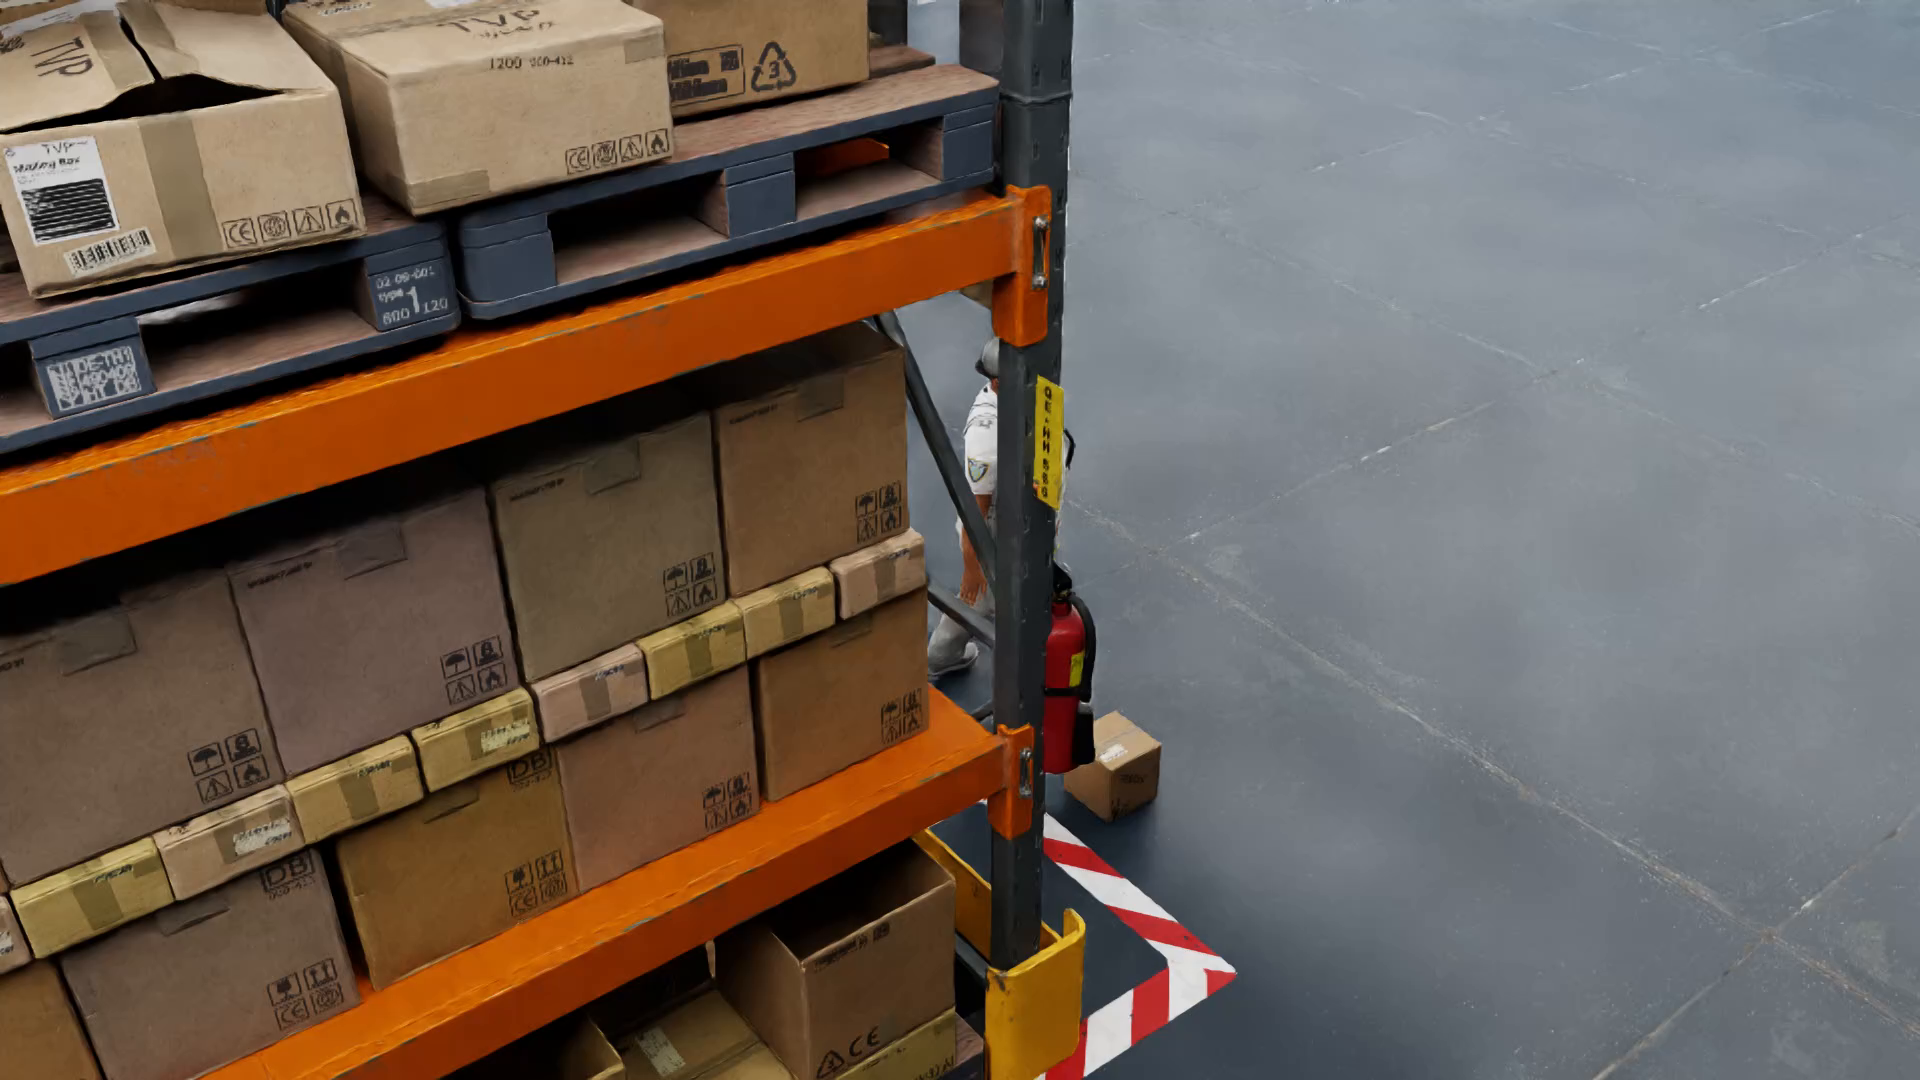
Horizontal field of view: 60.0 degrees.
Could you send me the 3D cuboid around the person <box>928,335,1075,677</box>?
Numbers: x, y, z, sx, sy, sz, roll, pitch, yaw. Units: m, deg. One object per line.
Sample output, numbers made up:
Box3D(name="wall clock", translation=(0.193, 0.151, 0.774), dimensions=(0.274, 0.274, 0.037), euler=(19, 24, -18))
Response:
Box3D(name="person", translation=(0.139, -0.036, 6.200), dimensions=(0.662, 1.655, 0.605), euler=(8, 33, 12))
